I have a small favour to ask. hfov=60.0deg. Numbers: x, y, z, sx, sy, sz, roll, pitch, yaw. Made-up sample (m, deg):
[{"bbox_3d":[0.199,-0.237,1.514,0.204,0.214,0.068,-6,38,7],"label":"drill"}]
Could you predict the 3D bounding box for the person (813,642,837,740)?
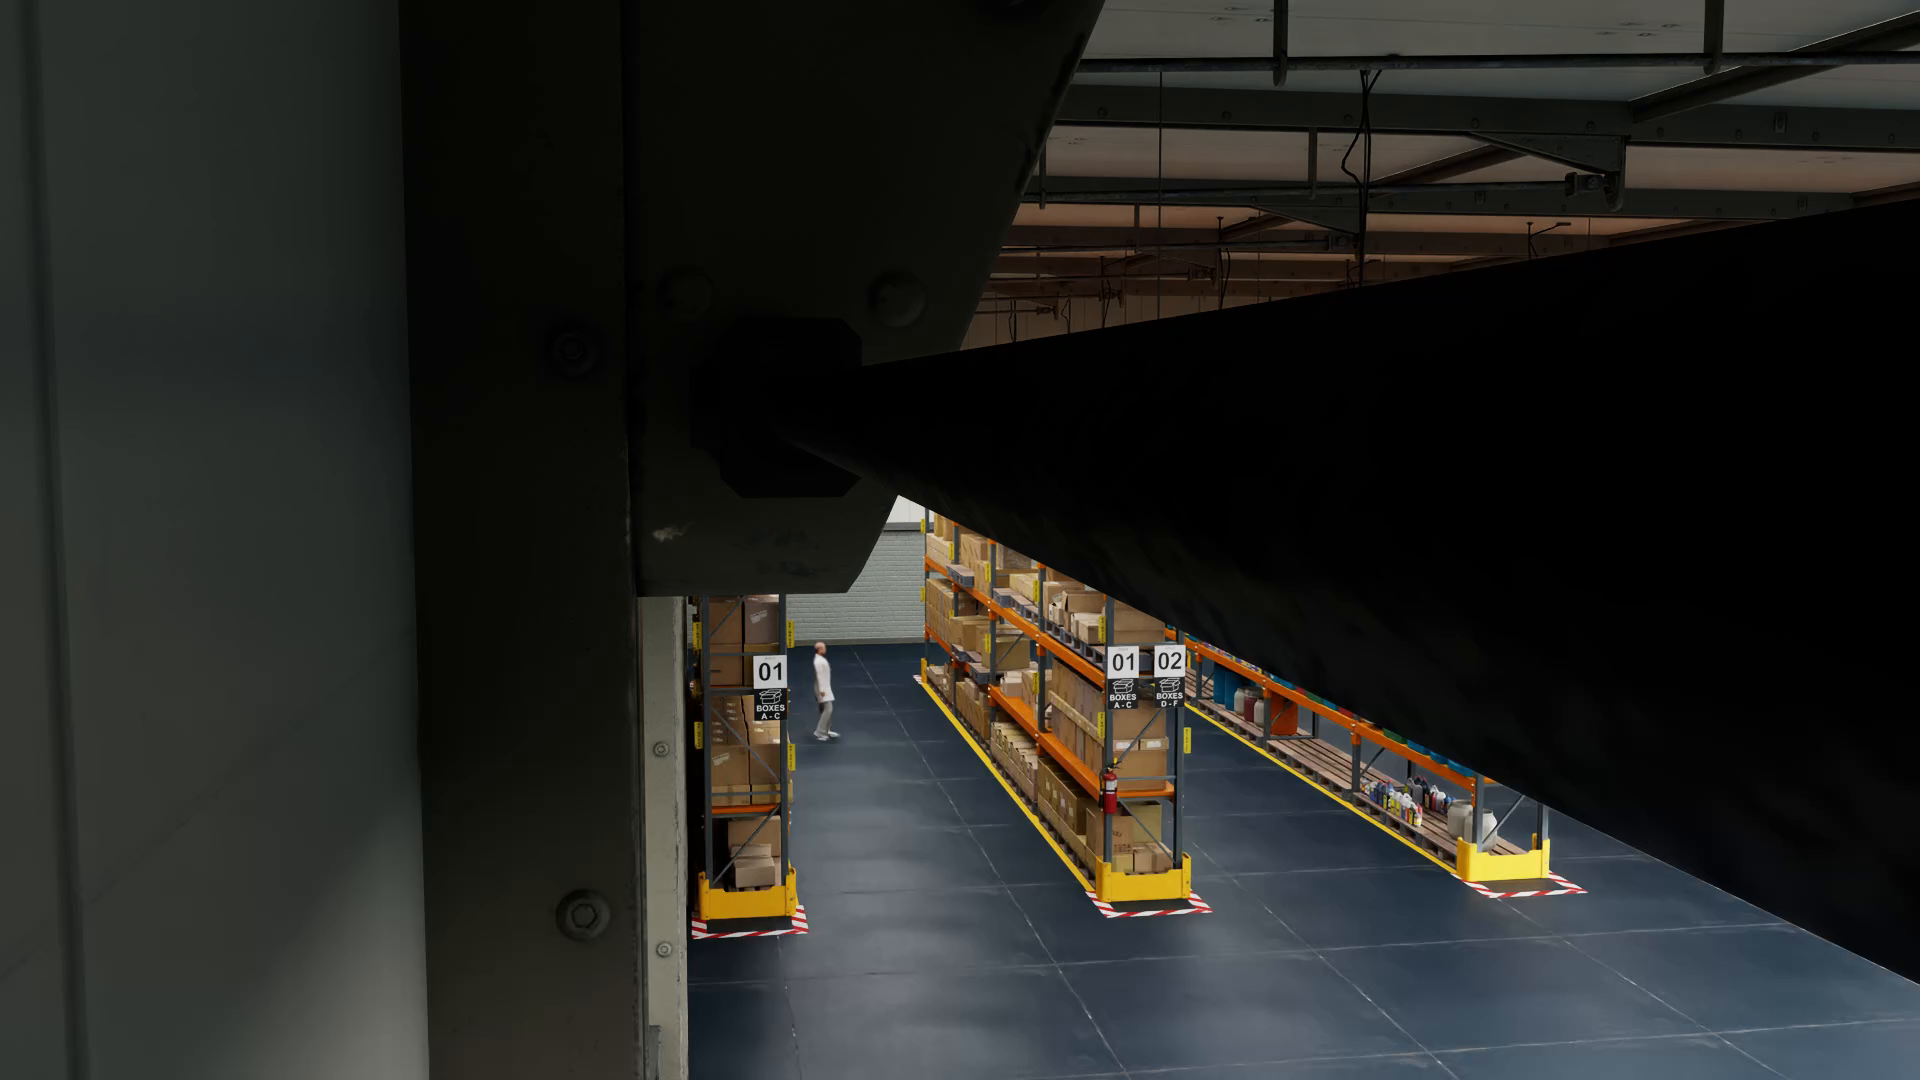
[{"bbox_3d":[-2.490,2.788,30.654,0.434,1.841,0.621,0,5,0],"label":"person"}]
